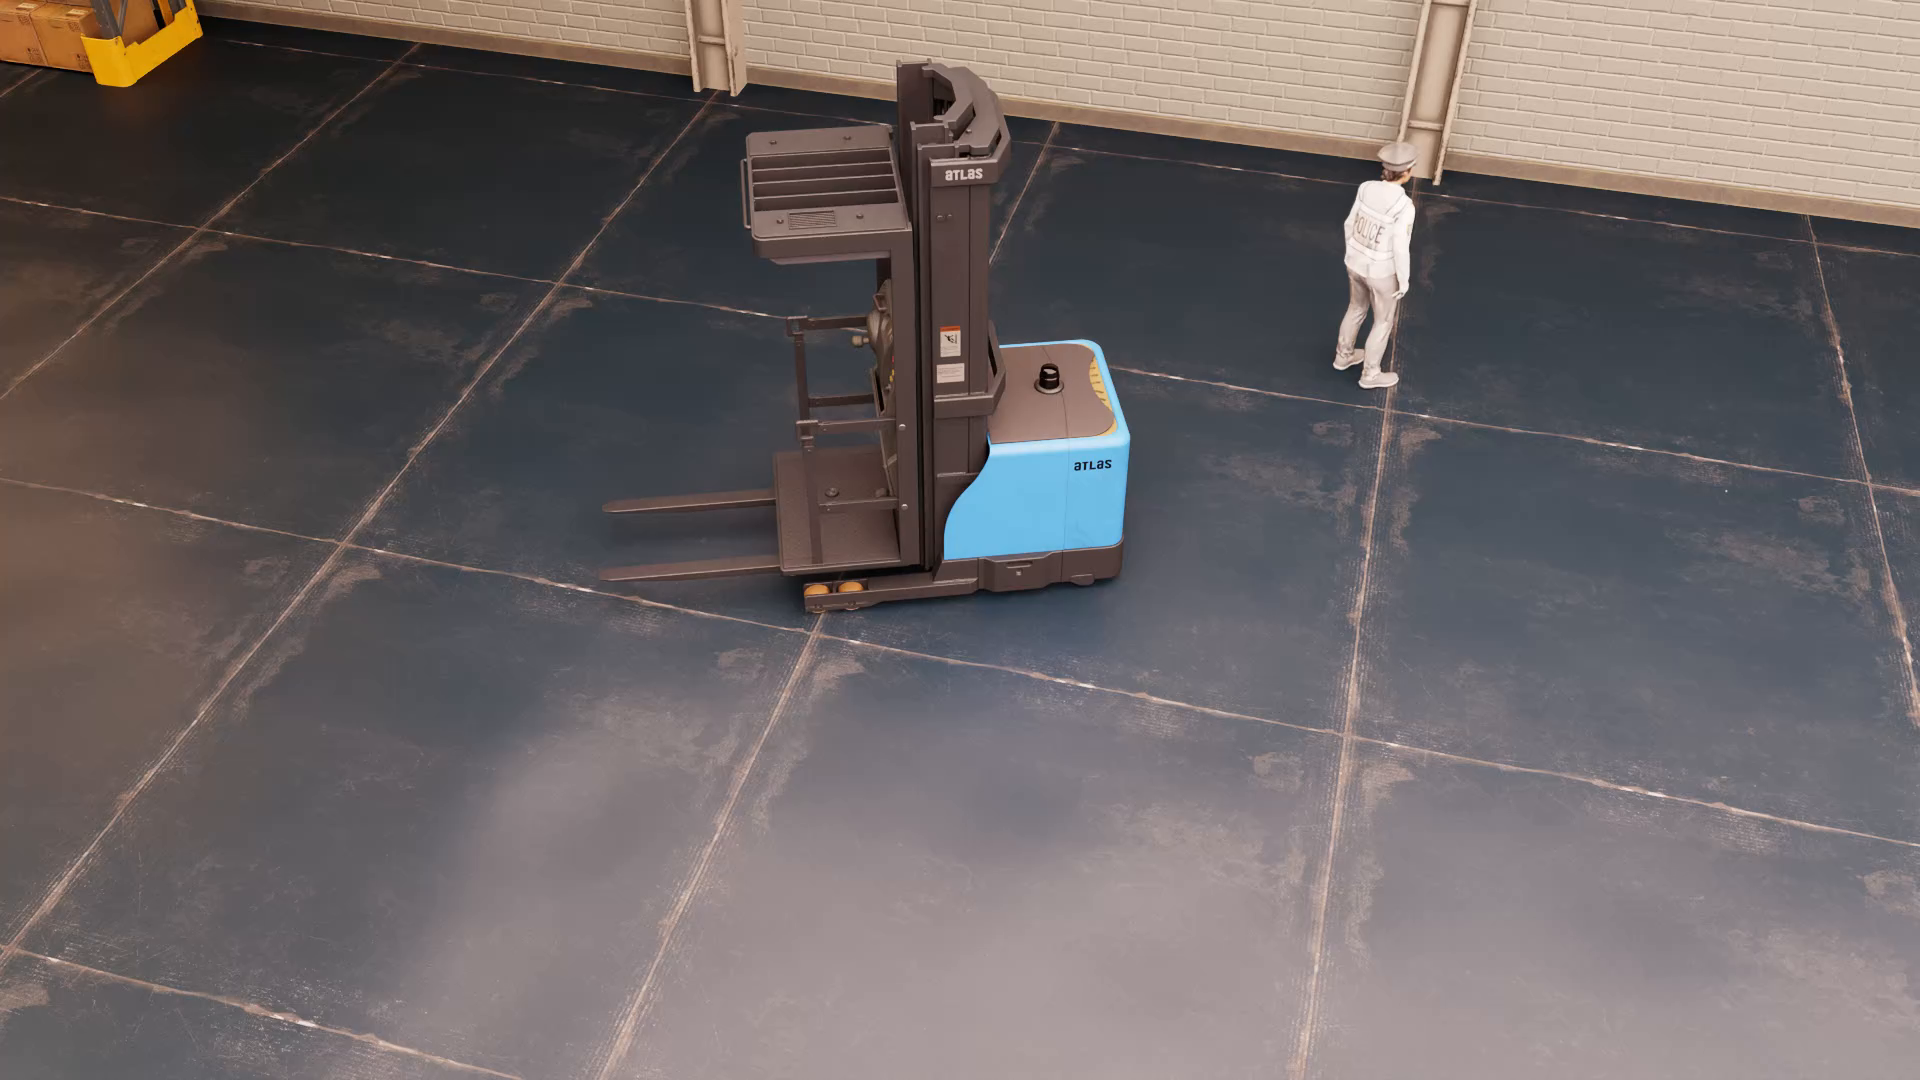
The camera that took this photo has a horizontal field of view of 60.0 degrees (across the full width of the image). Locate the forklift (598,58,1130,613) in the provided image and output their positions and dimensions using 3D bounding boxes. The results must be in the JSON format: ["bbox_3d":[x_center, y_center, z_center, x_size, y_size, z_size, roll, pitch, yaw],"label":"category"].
[{"bbox_3d":[-0.604,-1.052,9.062,3.031,2.935,1.130,-5,41,-5],"label":"forklift"}]

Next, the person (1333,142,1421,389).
[{"bbox_3d":[2.715,-1.780,10.856,0.373,1.662,0.538,-24,47,-25],"label":"person"}]
